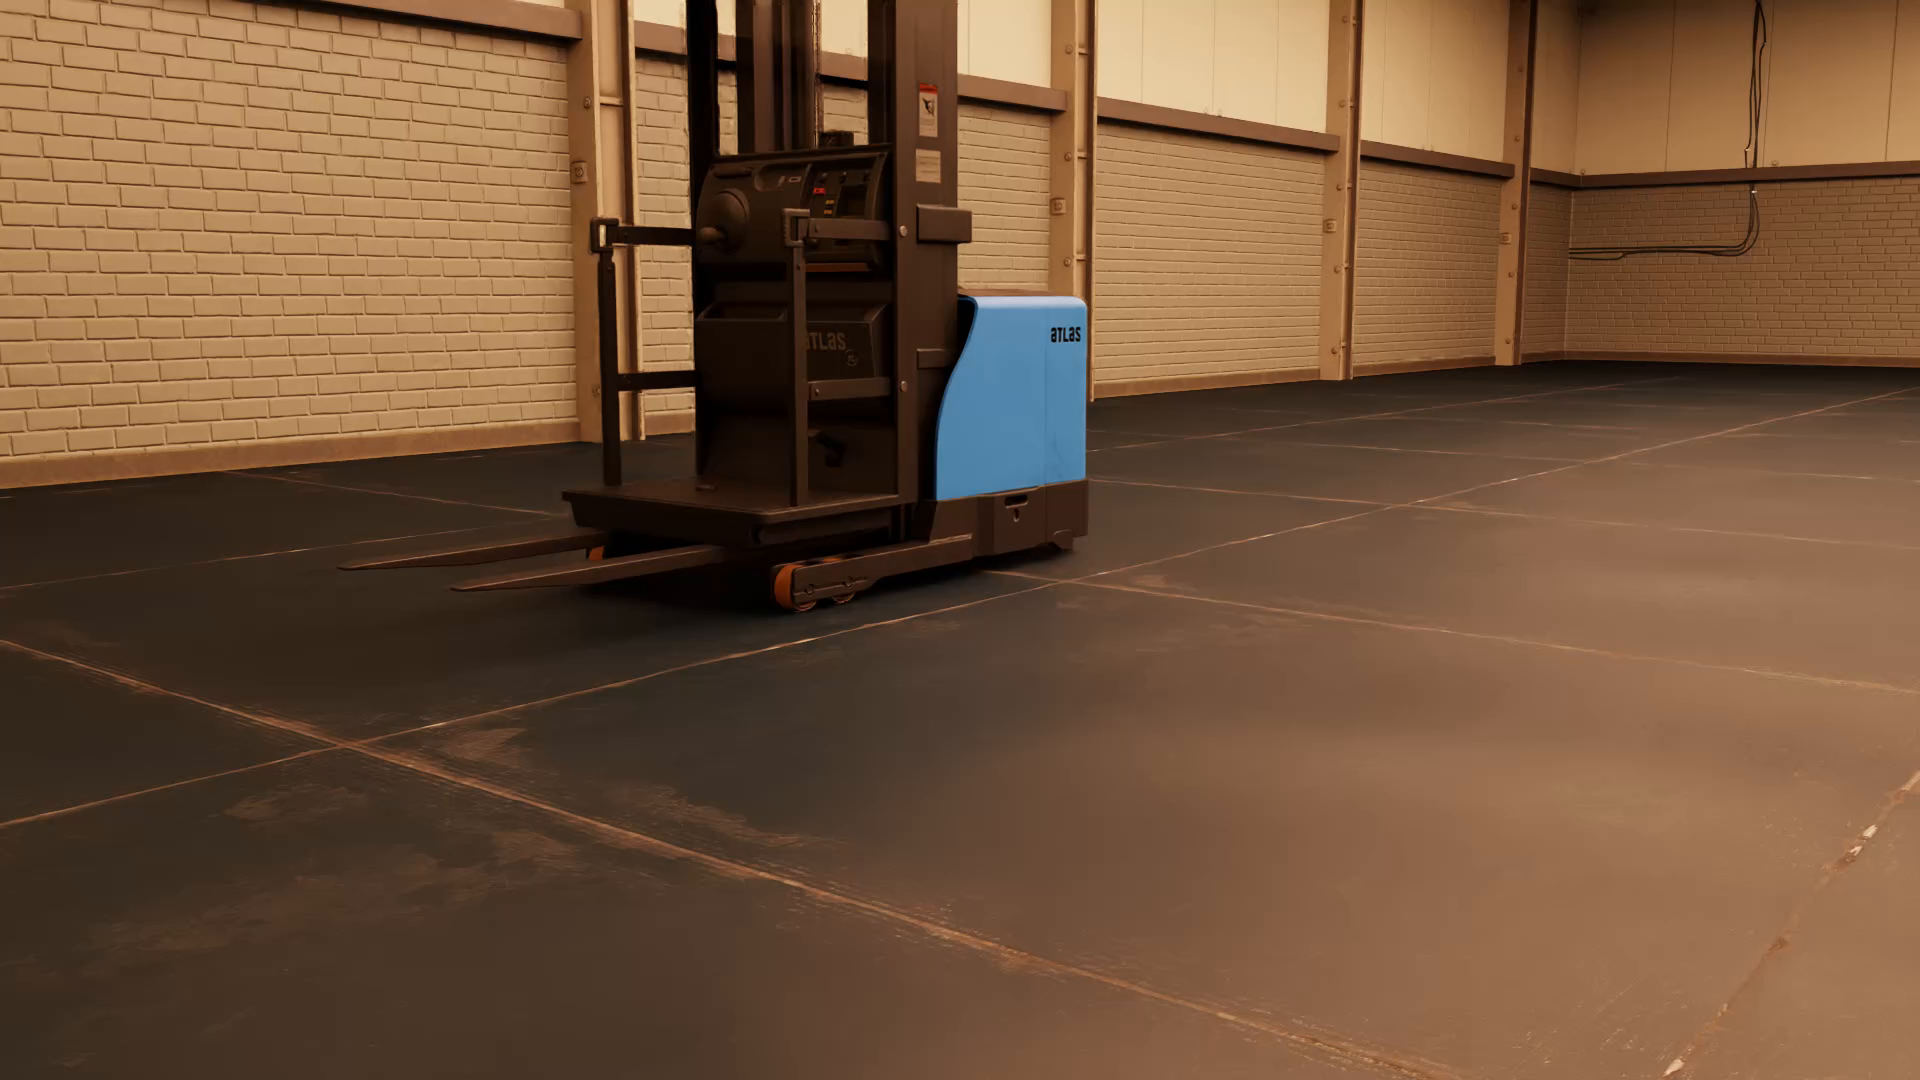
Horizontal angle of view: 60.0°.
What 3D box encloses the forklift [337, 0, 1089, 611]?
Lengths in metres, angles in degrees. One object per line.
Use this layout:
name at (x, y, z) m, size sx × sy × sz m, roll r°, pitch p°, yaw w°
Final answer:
forklift at (-0.770, -1.285, 6.062) m, size 1.130 × 2.935 × 3.031 m, roll 7°, pitch 11°, yaw 38°
